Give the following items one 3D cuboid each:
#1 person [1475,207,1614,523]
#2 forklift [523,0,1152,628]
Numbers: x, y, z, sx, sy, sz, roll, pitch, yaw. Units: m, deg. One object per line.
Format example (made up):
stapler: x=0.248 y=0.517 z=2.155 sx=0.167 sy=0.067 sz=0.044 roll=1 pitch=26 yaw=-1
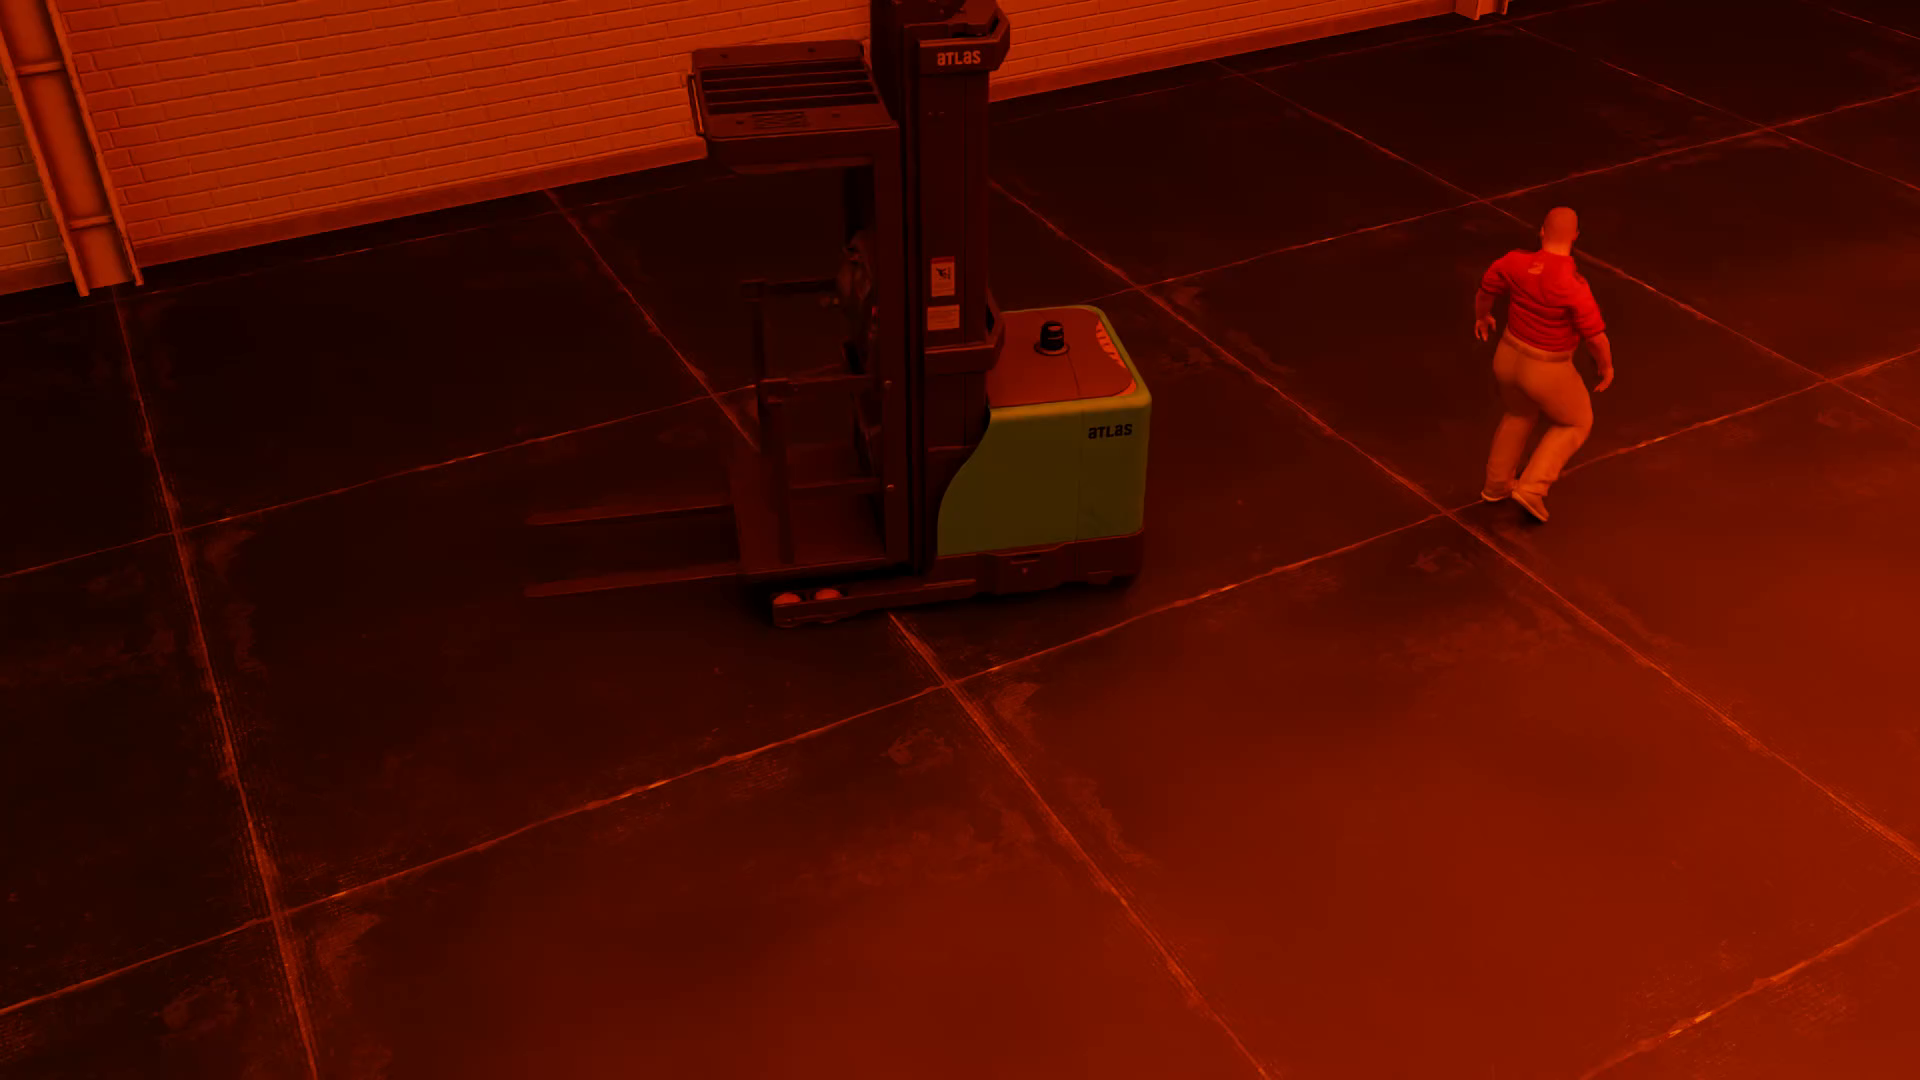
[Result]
person: x=2.934 y=-0.914 z=8.511 sx=0.479 sy=1.724 sz=0.801 roll=-19 pitch=40 yaw=-25
forklift: x=-0.653 y=-1.103 z=7.684 sx=3.031 sy=2.935 sz=1.130 roll=-6 pitch=36 yaw=-9
